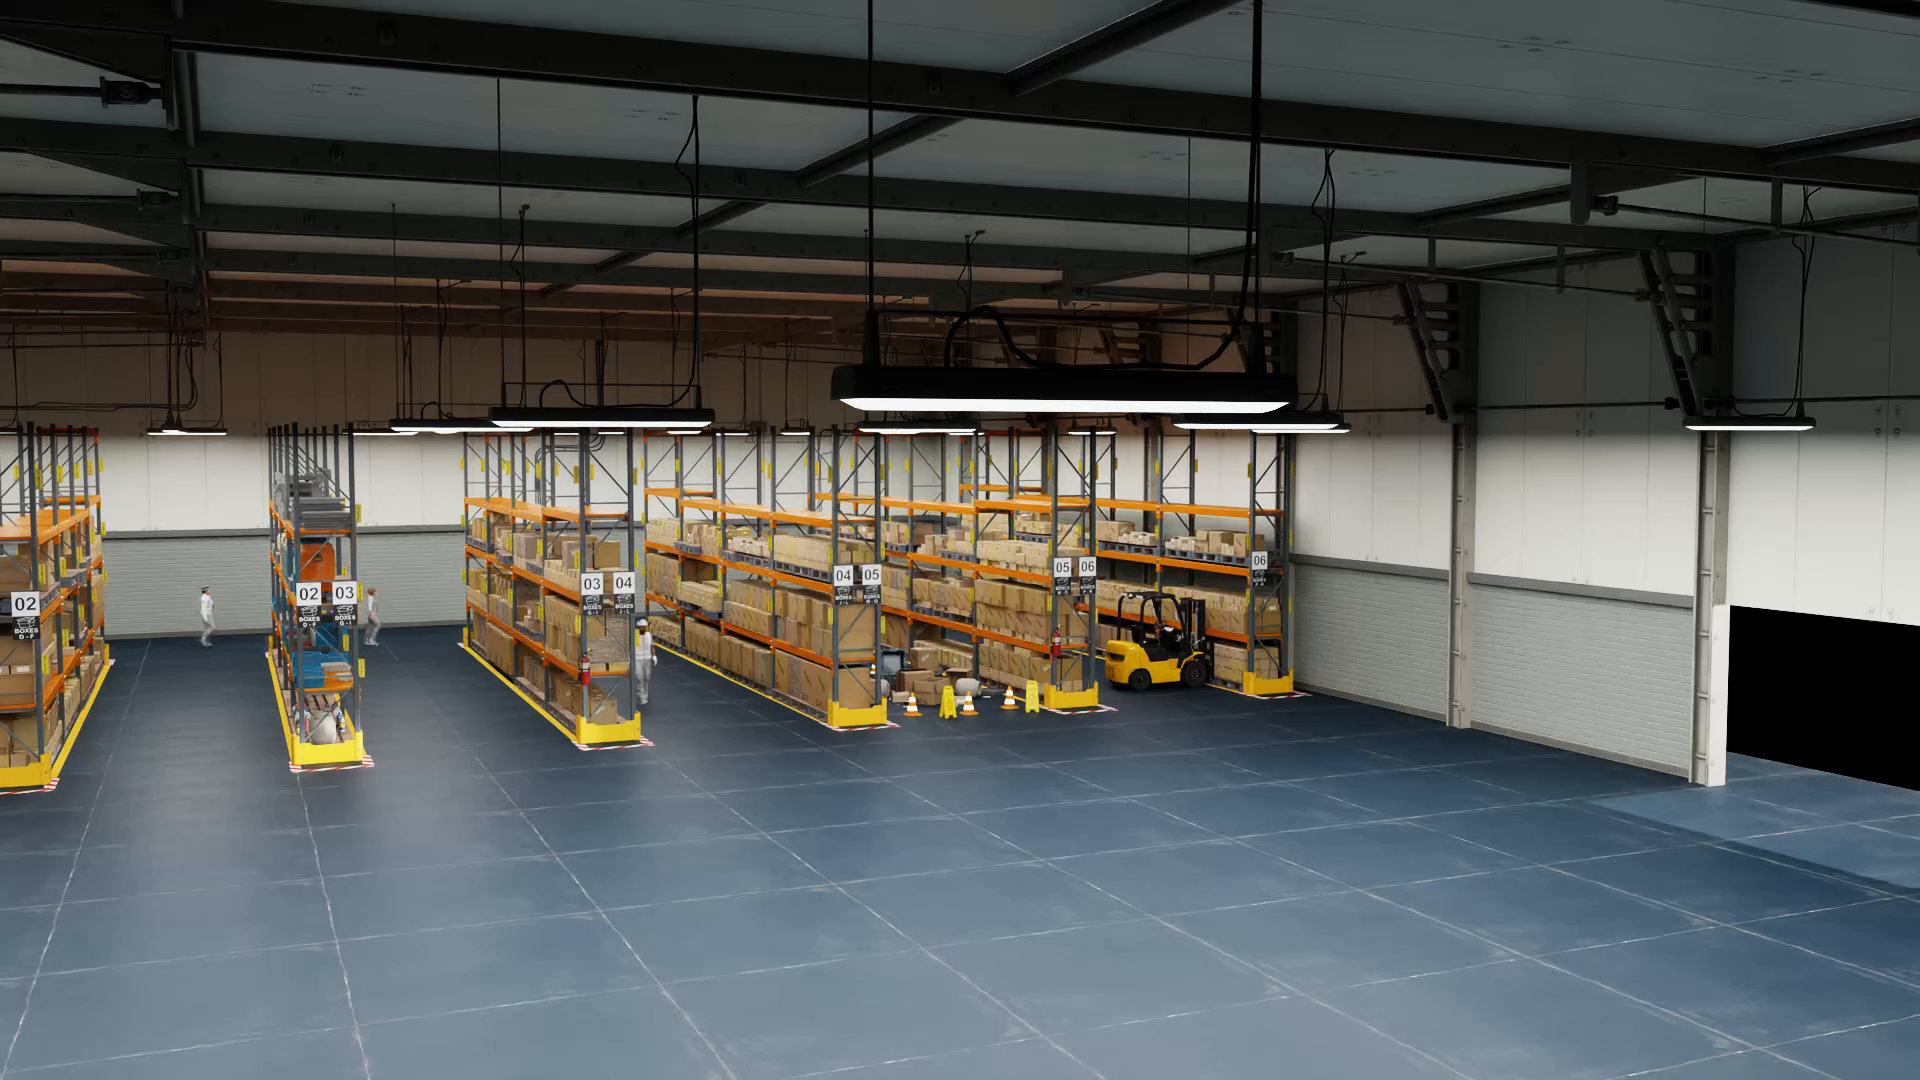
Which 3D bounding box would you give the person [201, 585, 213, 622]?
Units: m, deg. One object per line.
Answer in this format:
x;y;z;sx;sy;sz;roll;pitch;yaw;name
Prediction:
-20.659;1.749;45.643;0.304;1.011;0.475;-1;4;-22;person

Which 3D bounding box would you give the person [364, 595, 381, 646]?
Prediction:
-16.273;2.227;46.029;0.445;1.402;0.425;-2;4;-25;person

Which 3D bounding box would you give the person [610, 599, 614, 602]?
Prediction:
-9.267;1.774;44.112;0.649;0.851;0.489;-1;4;-16;person

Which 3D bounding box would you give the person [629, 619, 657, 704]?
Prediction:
-6.855;2.637;36.124;0.589;1.789;0.737;-2;4;-35;person
